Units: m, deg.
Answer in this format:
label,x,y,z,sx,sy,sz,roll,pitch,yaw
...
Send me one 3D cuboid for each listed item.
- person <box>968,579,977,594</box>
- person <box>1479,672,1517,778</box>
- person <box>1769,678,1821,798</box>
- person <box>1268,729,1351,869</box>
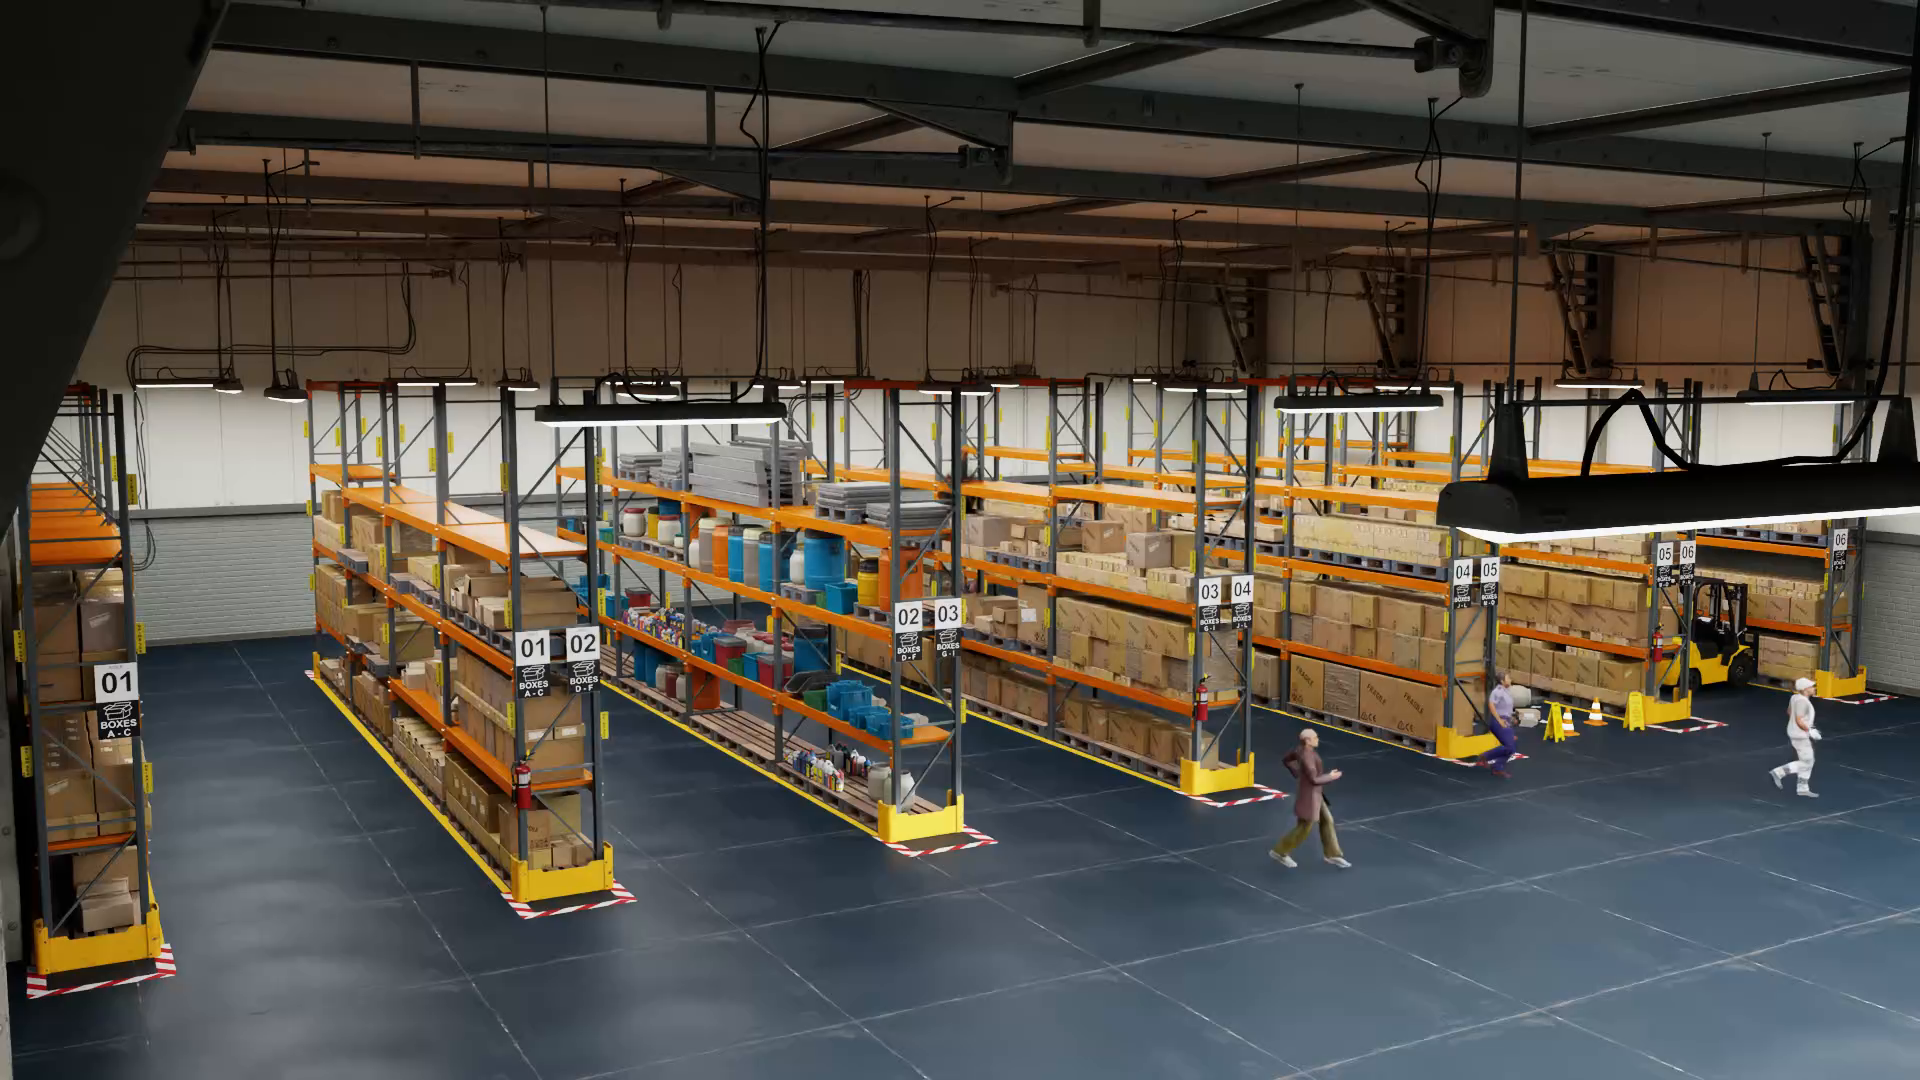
label,x,y,z,sx,sy,sz,roll,pitch,yaw
person,0.507,1.004,42.356,0.572,1.622,0.561,-4,7,-31
person,8.301,2.849,25.595,0.530,1.602,0.604,3,7,24
person,12.244,2.881,24.362,0.700,1.764,0.657,2,6,17
person,4.392,3.236,20.784,1.049,1.790,0.729,1,6,7
